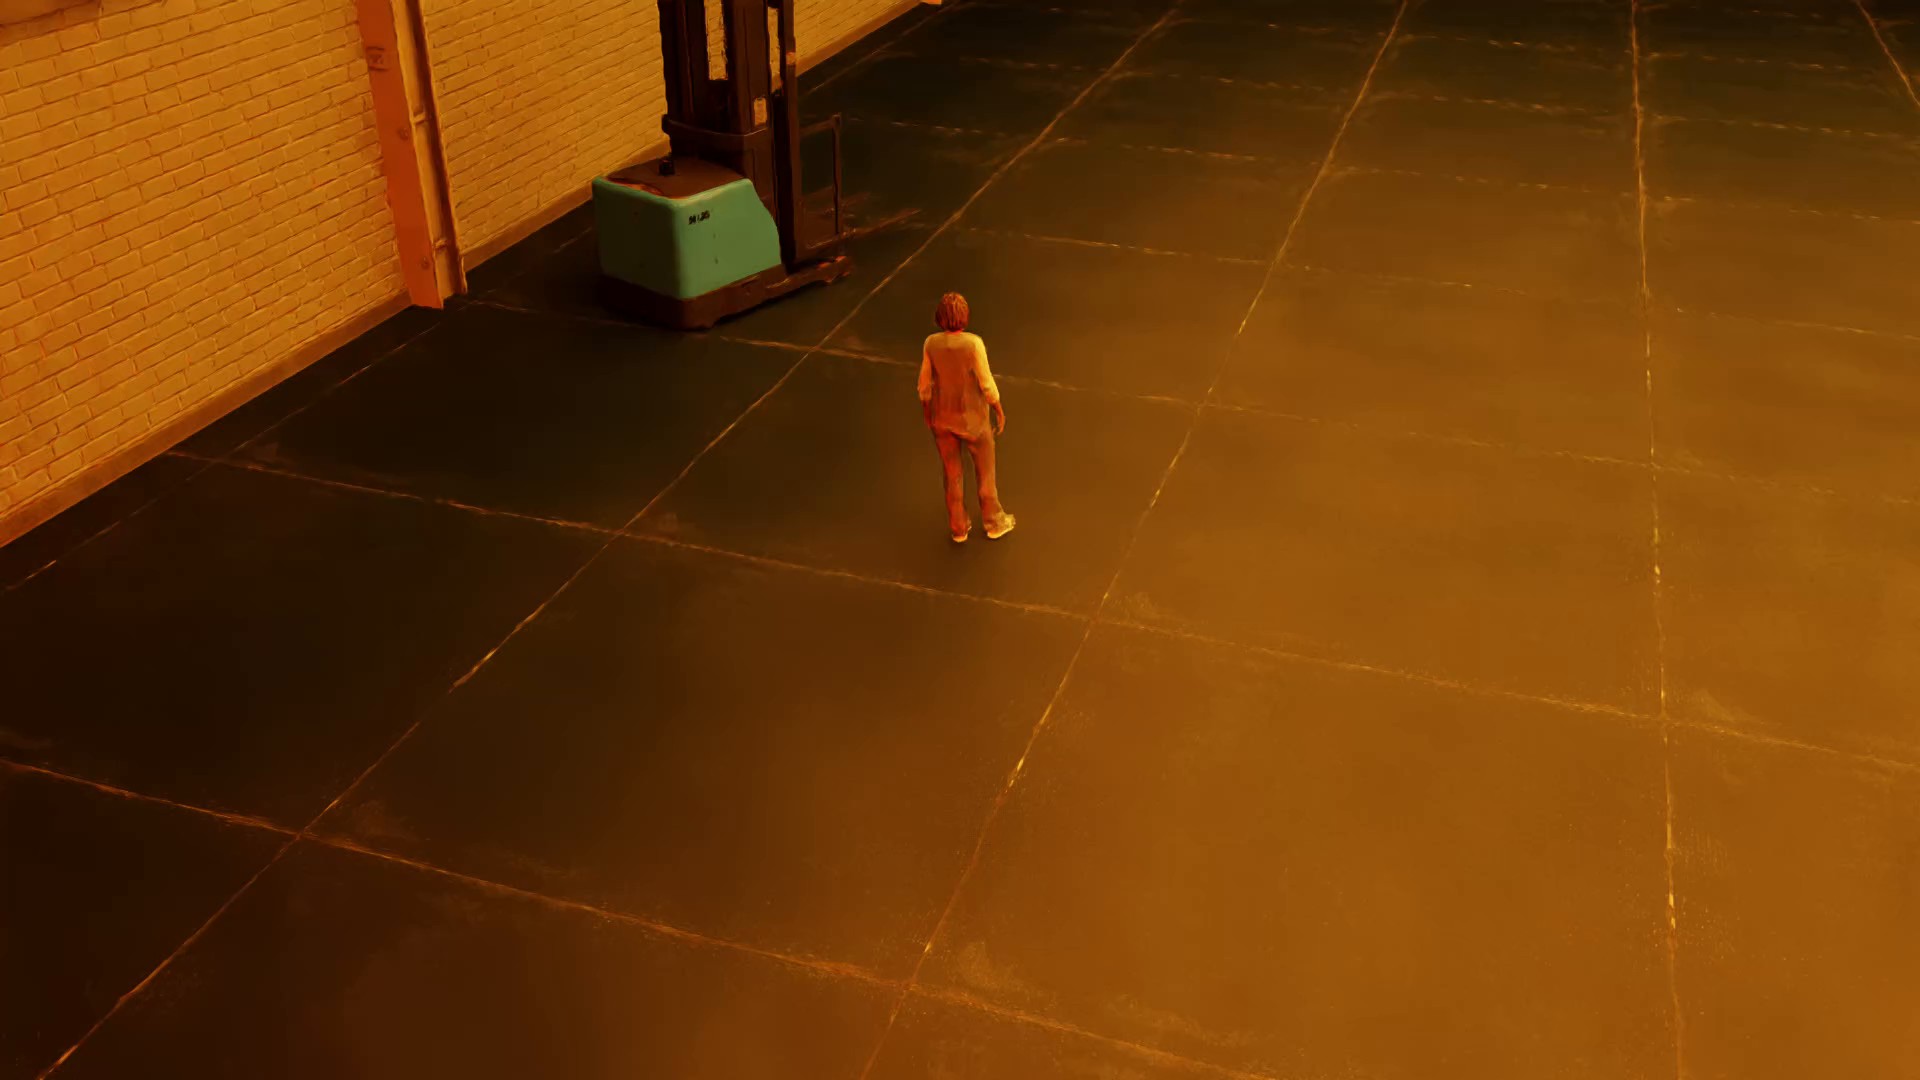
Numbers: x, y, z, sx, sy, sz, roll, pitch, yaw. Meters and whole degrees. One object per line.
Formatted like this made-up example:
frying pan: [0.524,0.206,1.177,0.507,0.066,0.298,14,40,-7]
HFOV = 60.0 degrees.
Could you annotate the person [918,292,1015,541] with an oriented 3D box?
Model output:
person: [0.037,-0.732,9.754,0.521,1.597,0.474,10,31,16]

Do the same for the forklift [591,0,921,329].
forklift: [-1.553,-3.561,13.383,1.130,2.935,3.031,22,36,33]
